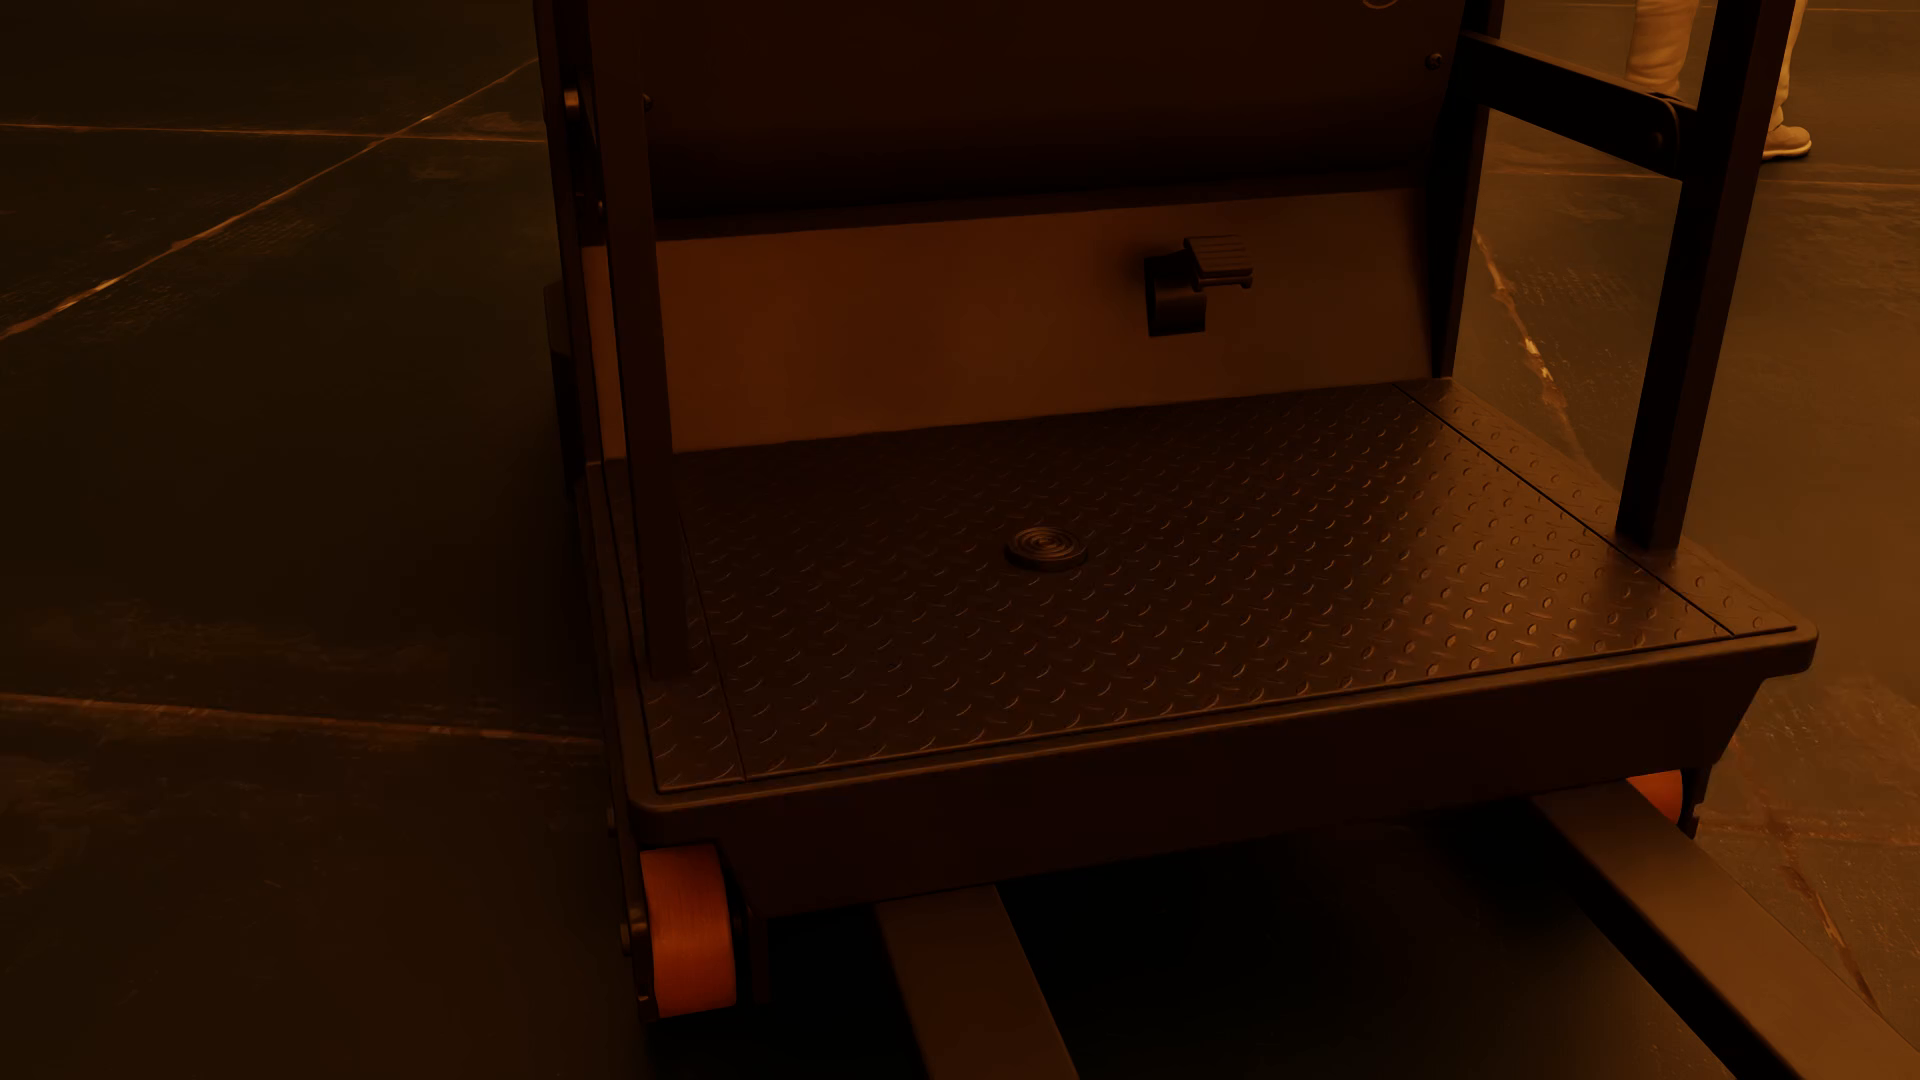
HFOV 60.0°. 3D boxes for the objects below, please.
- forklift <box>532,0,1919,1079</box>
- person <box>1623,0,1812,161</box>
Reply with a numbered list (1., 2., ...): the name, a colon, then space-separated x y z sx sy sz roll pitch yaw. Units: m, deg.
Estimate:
1. forklift: 0.153 -1.049 1.319 1.130 2.935 3.031 -7 27 -13
2. person: 2.066 -1.901 4.351 0.600 1.747 0.443 19 32 33
